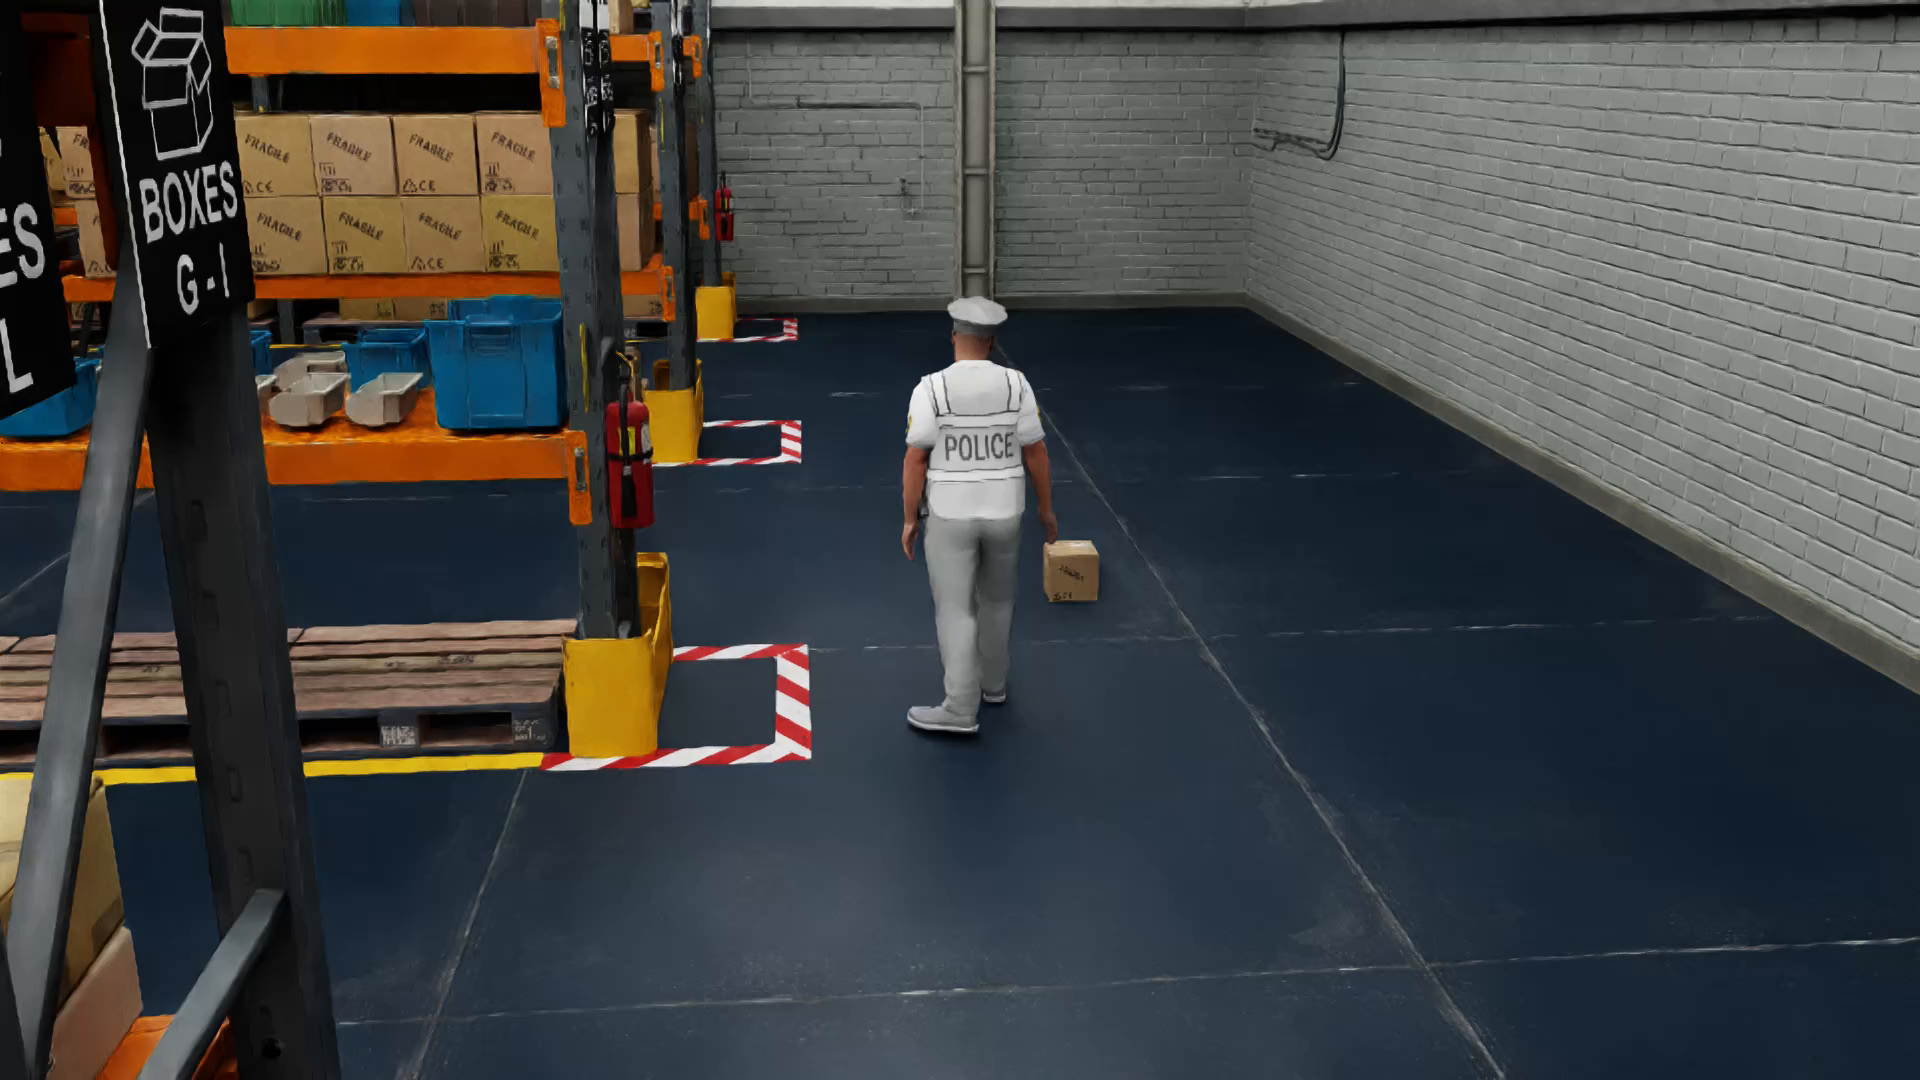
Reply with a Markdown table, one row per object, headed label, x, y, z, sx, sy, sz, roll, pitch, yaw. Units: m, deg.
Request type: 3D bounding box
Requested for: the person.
| label | x | y | z | sx | sy | sz | roll | pitch | yaw |
| --- | --- | --- | --- | --- | --- | --- | --- | --- | --- |
| person | 0.064 | -0.124 | 6.884 | 0.672 | 1.744 | 0.633 | -6 | 18 | -19 |
